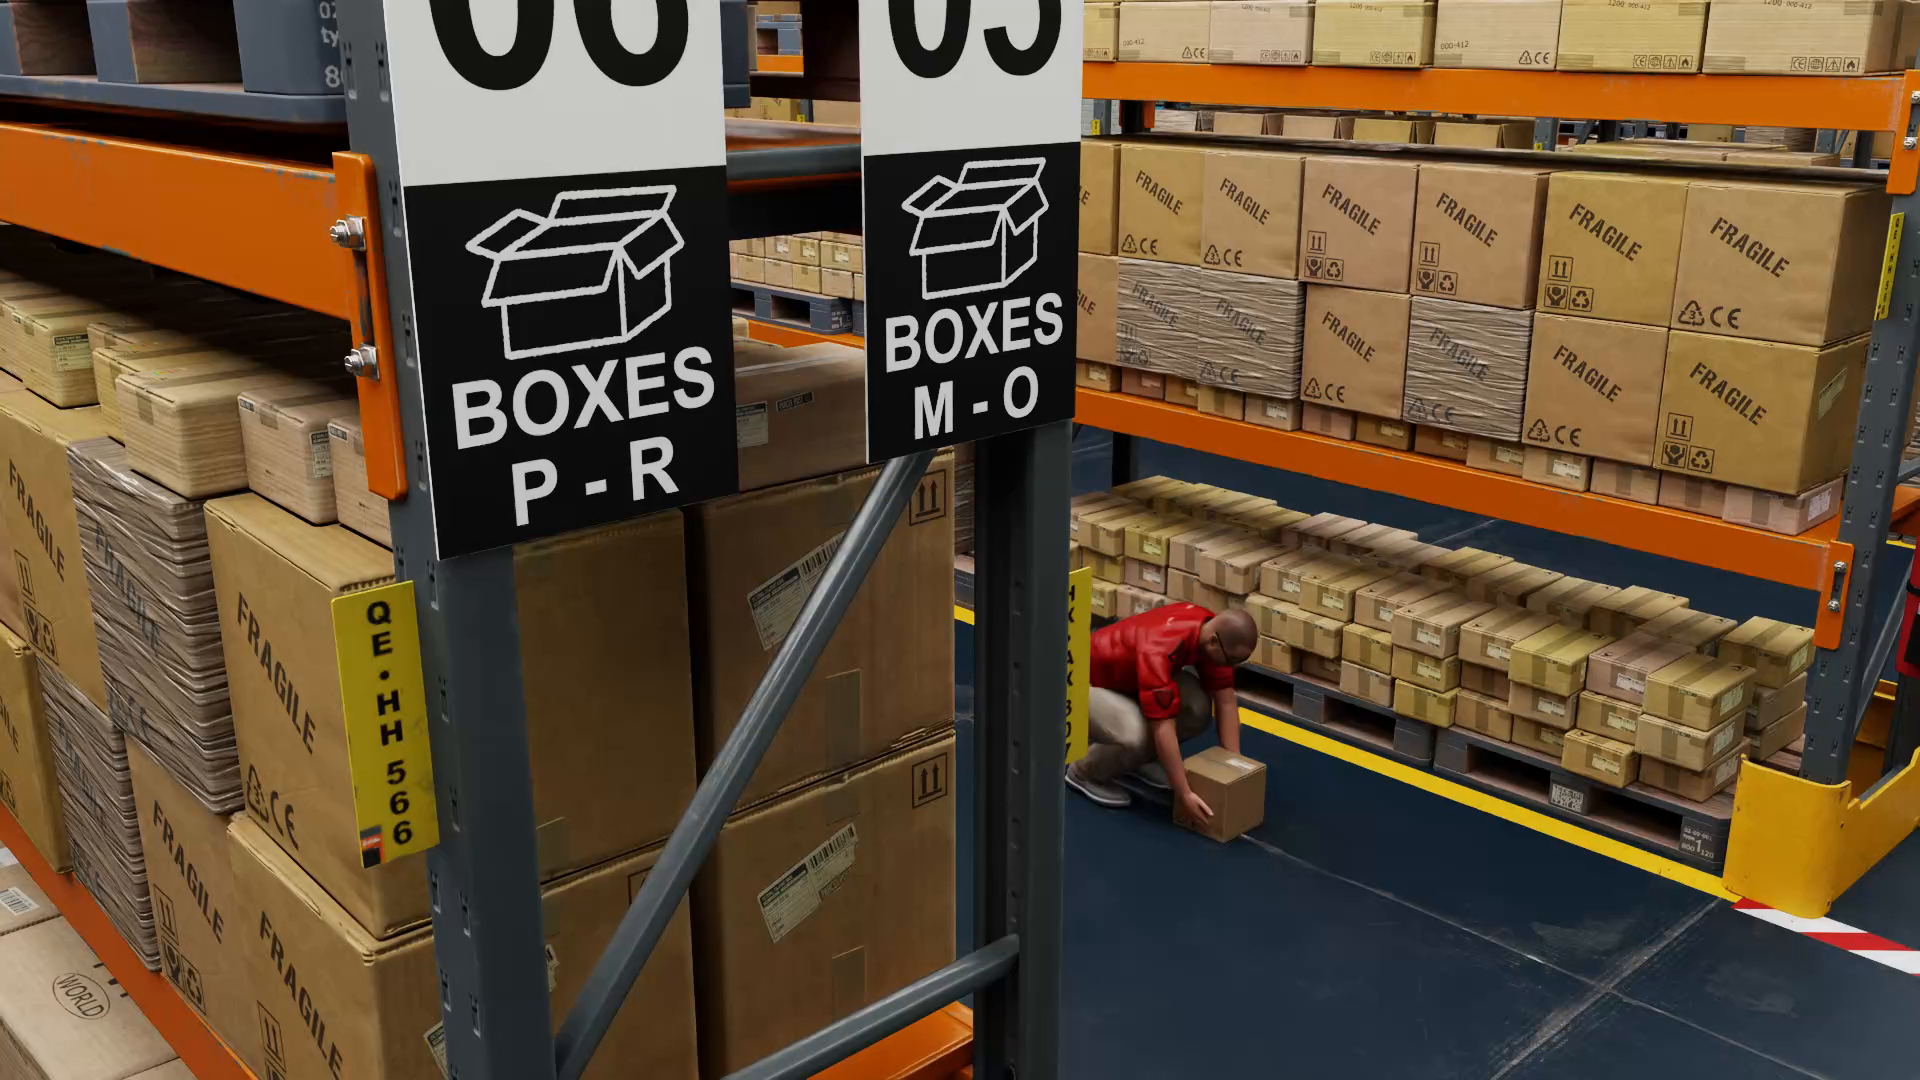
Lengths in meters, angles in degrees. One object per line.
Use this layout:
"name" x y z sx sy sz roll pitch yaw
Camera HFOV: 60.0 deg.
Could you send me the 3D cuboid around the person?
"person" 0.764 0.615 6.564 0.560 0.867 0.866 -16 23 -41
